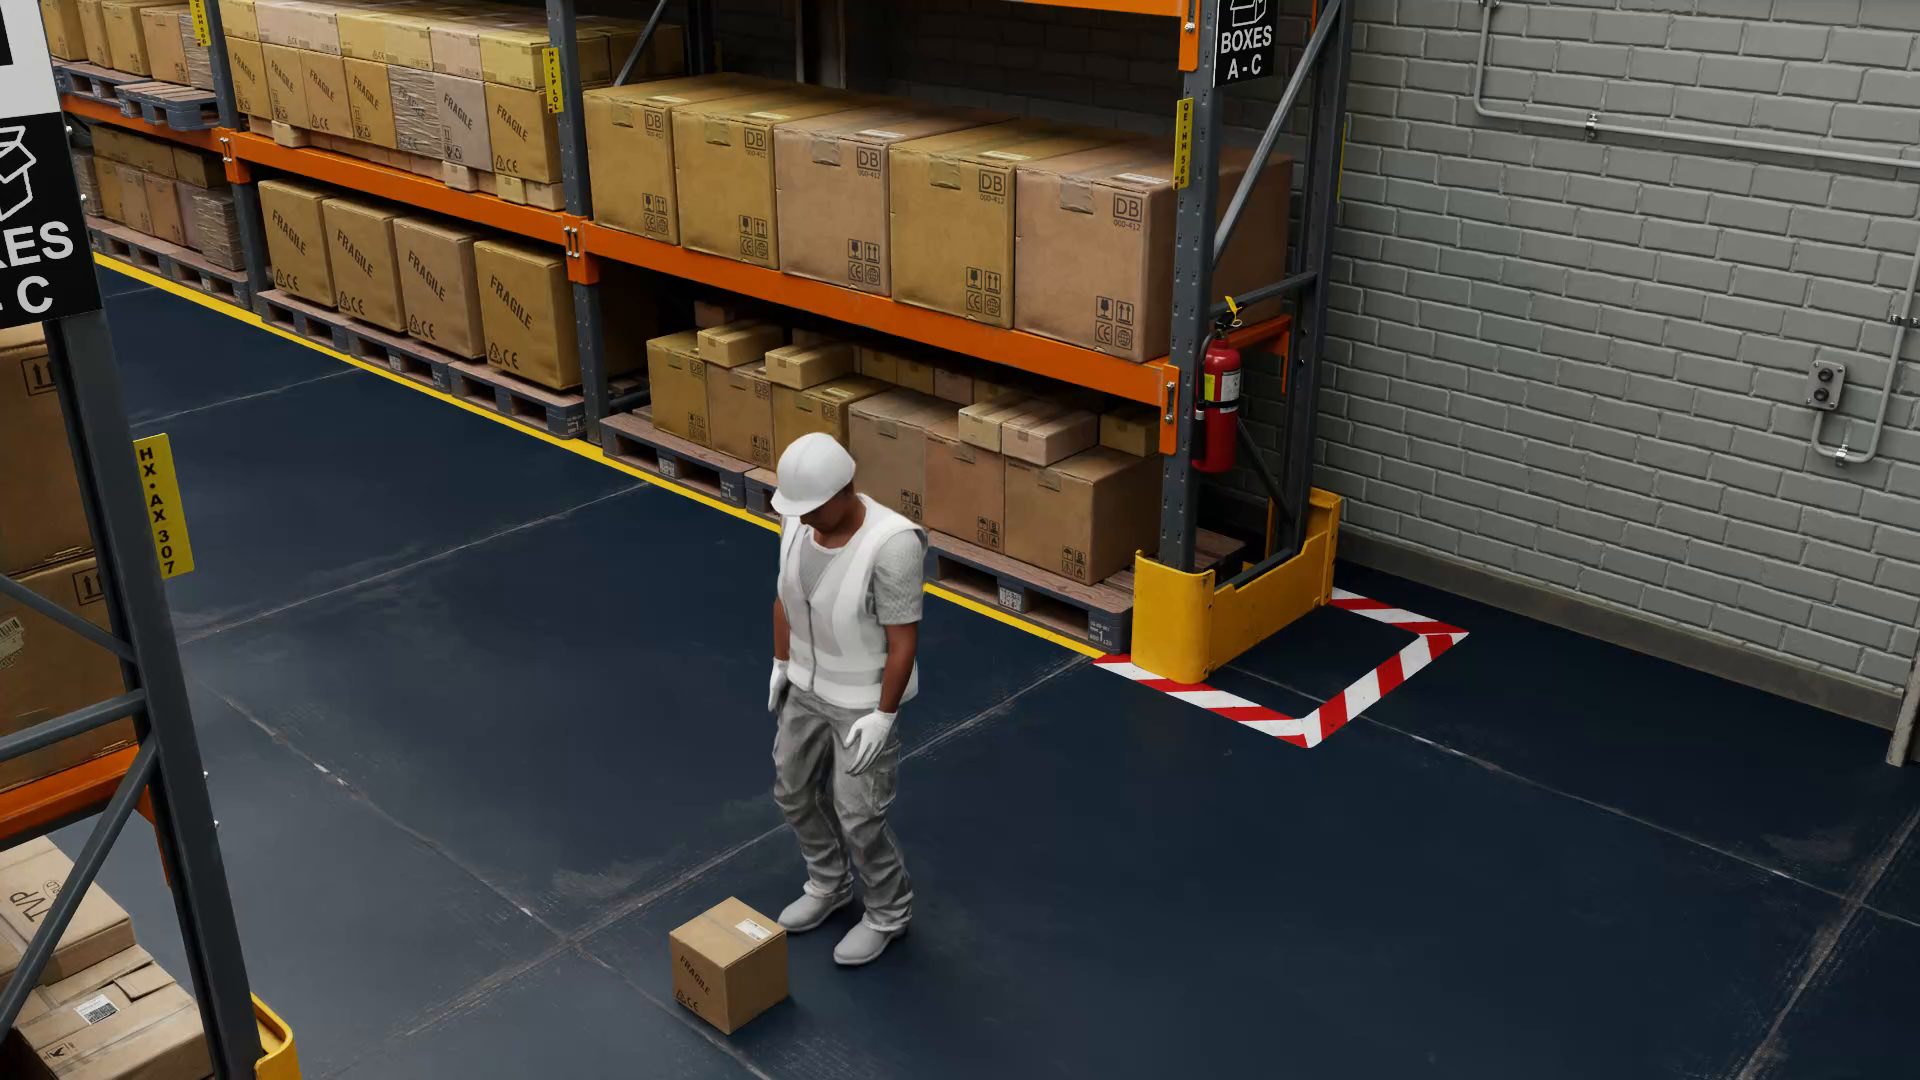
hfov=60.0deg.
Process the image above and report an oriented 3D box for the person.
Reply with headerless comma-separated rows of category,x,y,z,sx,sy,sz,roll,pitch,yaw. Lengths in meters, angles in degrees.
person,-0.352,0.476,5.049,0.569,1.741,0.442,21,31,39
